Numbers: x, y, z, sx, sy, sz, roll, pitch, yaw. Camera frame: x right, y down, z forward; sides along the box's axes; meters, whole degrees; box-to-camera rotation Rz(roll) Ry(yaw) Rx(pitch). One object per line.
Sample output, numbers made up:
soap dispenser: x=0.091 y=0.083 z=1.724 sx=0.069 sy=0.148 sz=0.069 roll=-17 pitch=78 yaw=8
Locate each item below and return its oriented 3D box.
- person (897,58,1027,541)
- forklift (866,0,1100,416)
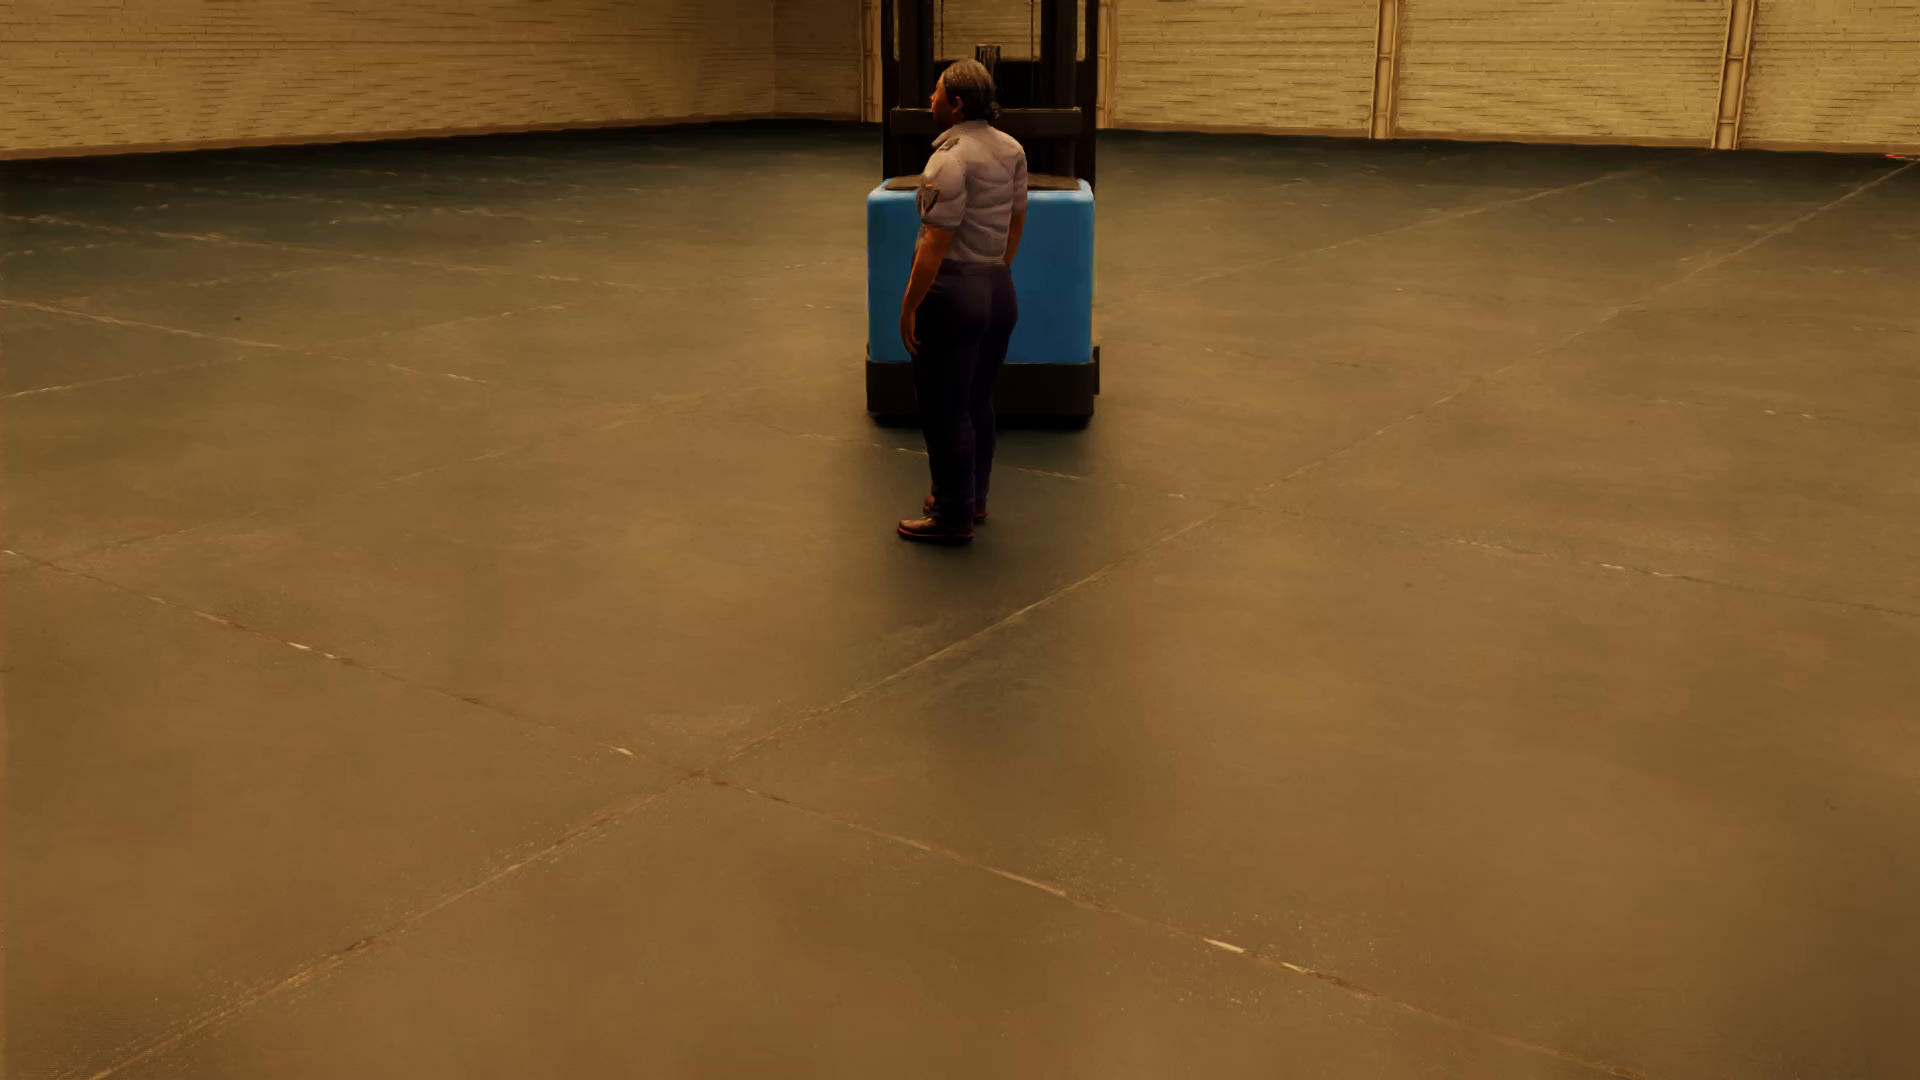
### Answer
person: x=-0.062 y=-0.810 z=5.780 sx=0.501 sy=1.637 sz=0.599 roll=11 pitch=20 yaw=33
forklift: x=0.161 y=-2.343 z=8.667 sx=1.130 sy=2.935 sz=3.031 roll=1 pitch=17 yaw=3
